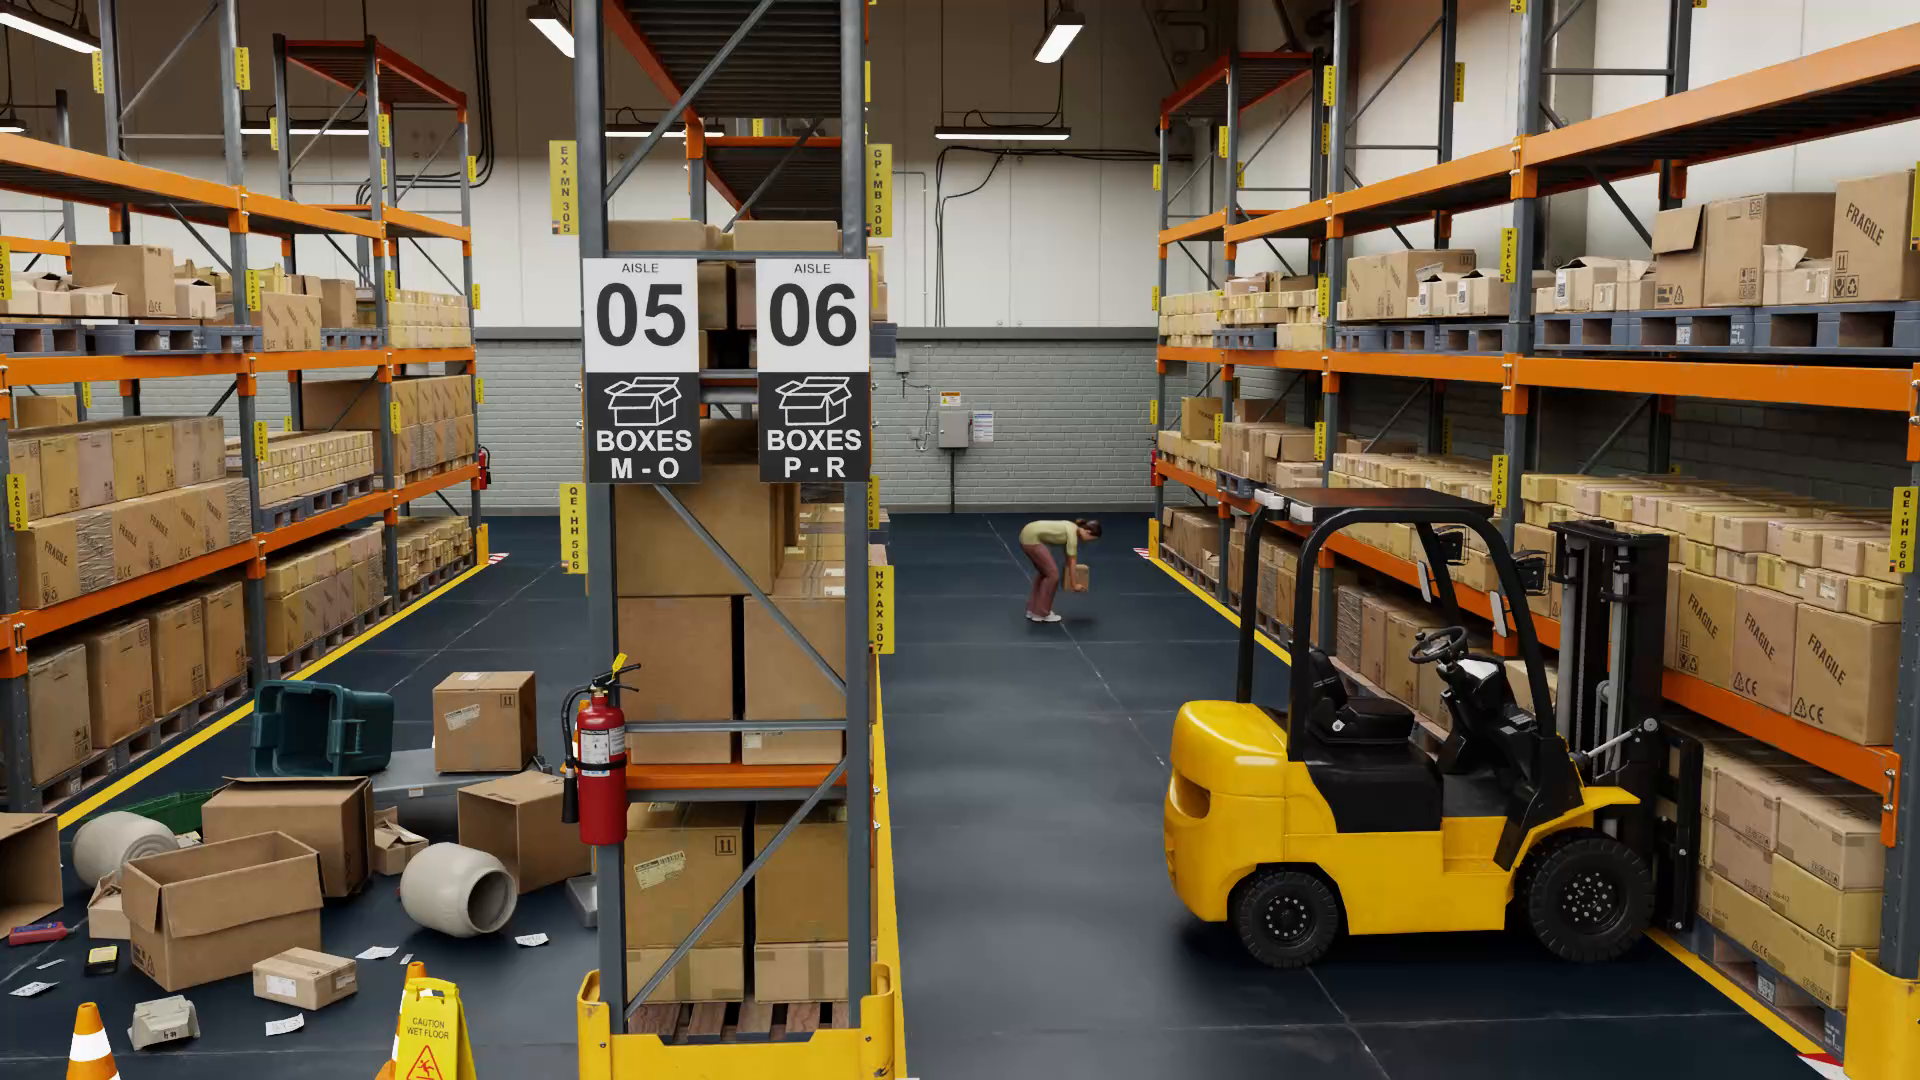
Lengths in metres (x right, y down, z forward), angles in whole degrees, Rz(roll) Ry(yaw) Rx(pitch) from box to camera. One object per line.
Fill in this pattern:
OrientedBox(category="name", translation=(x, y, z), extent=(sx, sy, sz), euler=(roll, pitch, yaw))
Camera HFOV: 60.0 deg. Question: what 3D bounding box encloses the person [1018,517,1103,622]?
OrientedBox(category="person", translation=(1.046, 0.293, 17.302), extent=(0.872, 1.084, 0.423), euler=(-1, 7, -6))
